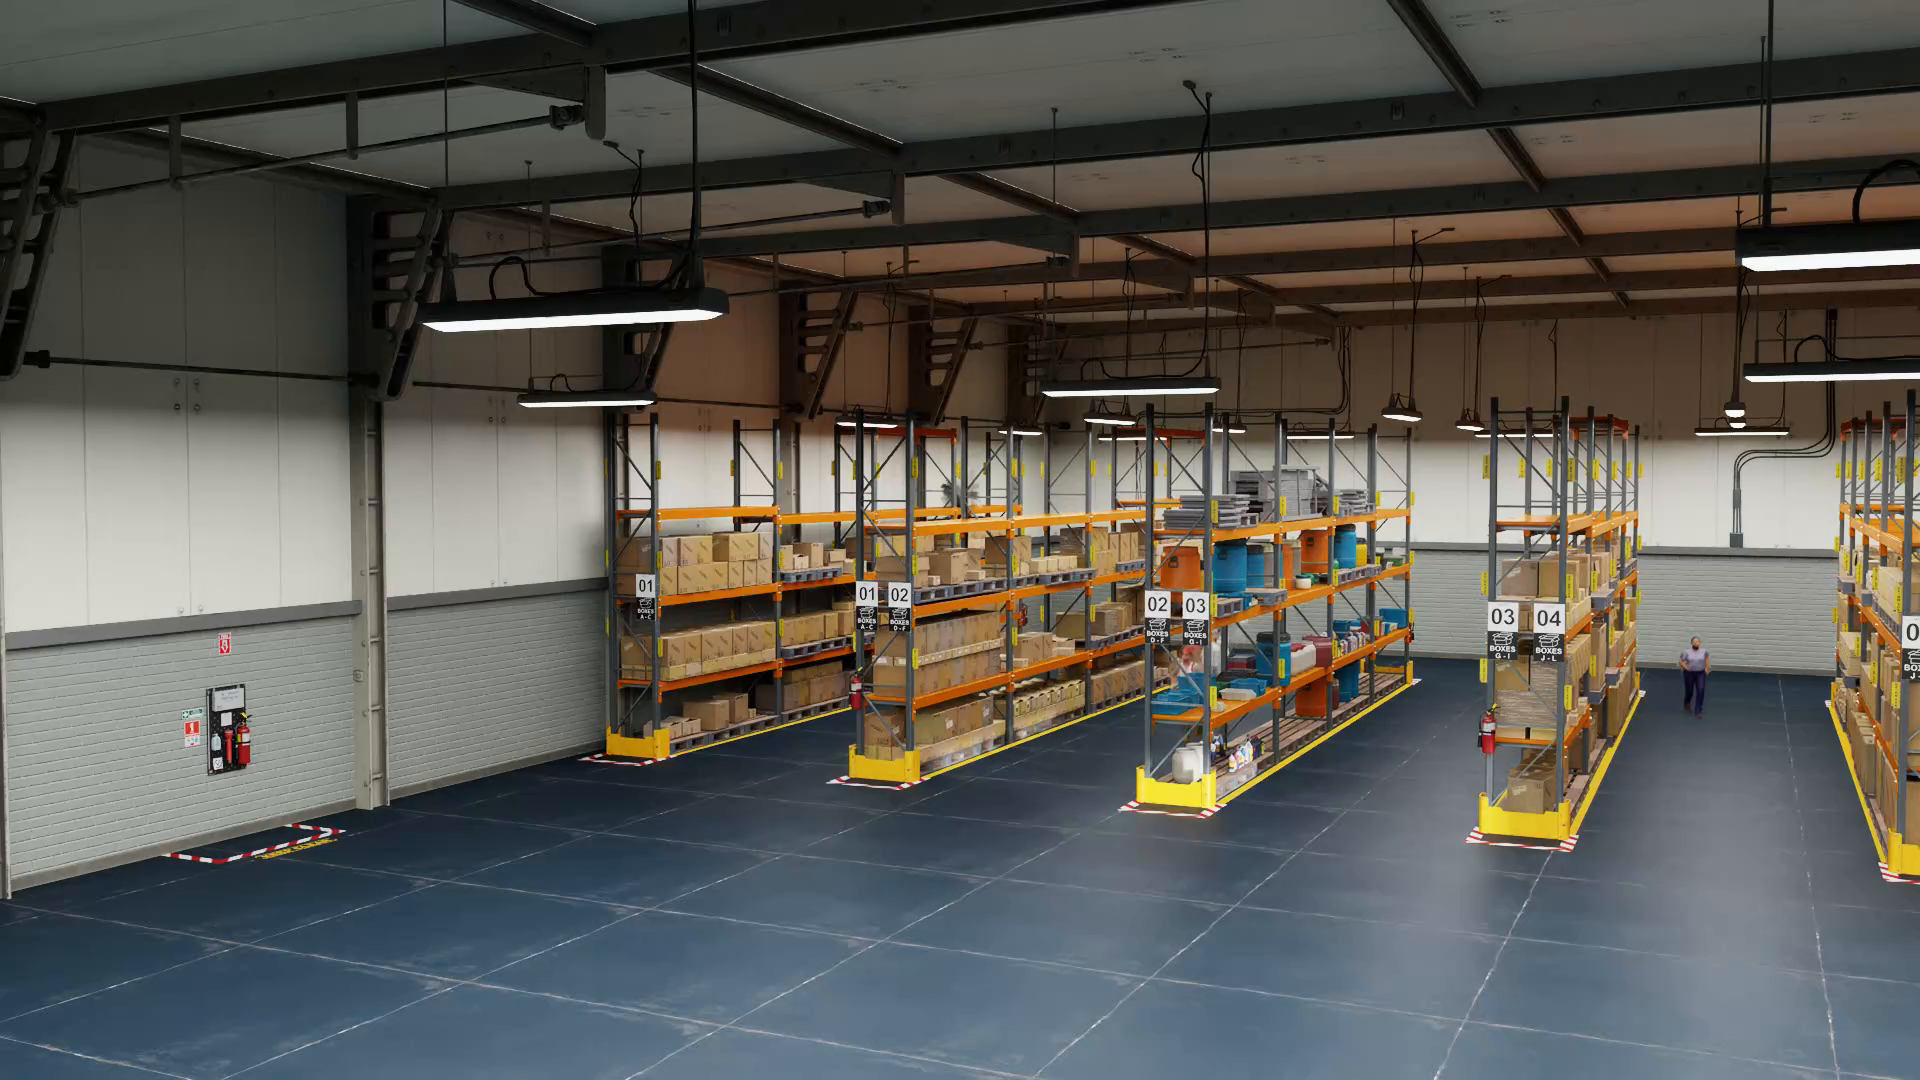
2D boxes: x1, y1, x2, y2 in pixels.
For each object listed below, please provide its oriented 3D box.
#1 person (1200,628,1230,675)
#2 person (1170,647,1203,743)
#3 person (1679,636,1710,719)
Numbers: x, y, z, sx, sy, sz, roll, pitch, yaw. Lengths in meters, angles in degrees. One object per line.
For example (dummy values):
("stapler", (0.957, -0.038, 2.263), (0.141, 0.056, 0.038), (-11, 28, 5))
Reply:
("person", (5.422, 2.692, 35.387), (0.617, 1.671, 0.696), (0, 2, 11))
("person", (4.172, 2.840, 30.608), (0.666, 1.750, 0.596), (1, 3, 28))
("person", (14.954, 2.771, 33.865), (0.594, 1.647, 0.873), (1, 2, 16))
